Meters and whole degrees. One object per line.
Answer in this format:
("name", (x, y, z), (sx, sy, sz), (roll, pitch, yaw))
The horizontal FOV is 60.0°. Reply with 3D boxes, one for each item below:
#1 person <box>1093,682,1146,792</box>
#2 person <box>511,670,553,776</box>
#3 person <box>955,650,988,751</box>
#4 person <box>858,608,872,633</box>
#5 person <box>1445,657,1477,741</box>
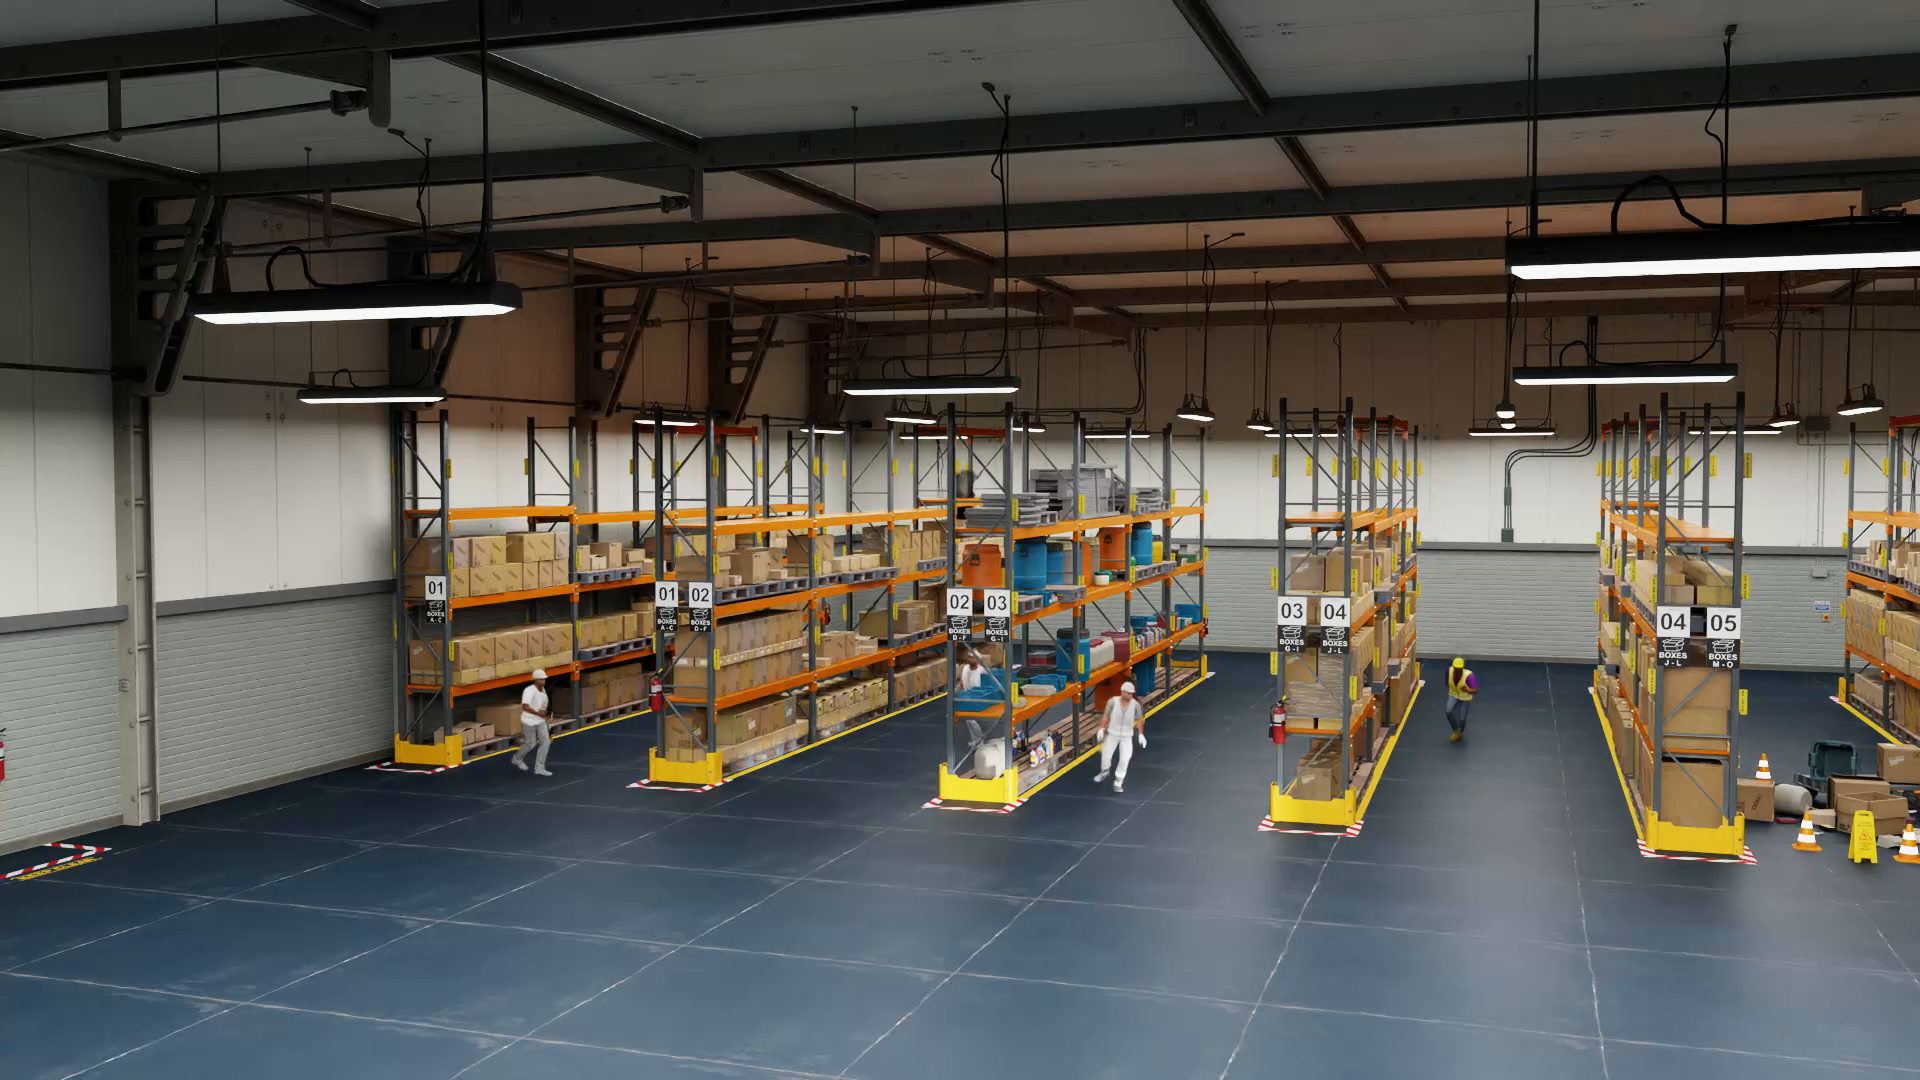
("person", (2.472, 3.004, 25.730), (0.798, 1.673, 0.661), (0, 2, 2))
("person", (-6.999, 2.961, 27.054), (0.867, 1.725, 0.663), (1, 3, 25))
("person", (0.205, 2.849, 29.564), (0.666, 1.777, 0.618), (2, 3, 39))
("person", (-2.157, 2.452, 40.678), (0.675, 1.629, 0.845), (0, 2, 0))
("person", (9.143, 2.890, 30.393), (0.685, 1.559, 1.103), (1, 3, 28))
